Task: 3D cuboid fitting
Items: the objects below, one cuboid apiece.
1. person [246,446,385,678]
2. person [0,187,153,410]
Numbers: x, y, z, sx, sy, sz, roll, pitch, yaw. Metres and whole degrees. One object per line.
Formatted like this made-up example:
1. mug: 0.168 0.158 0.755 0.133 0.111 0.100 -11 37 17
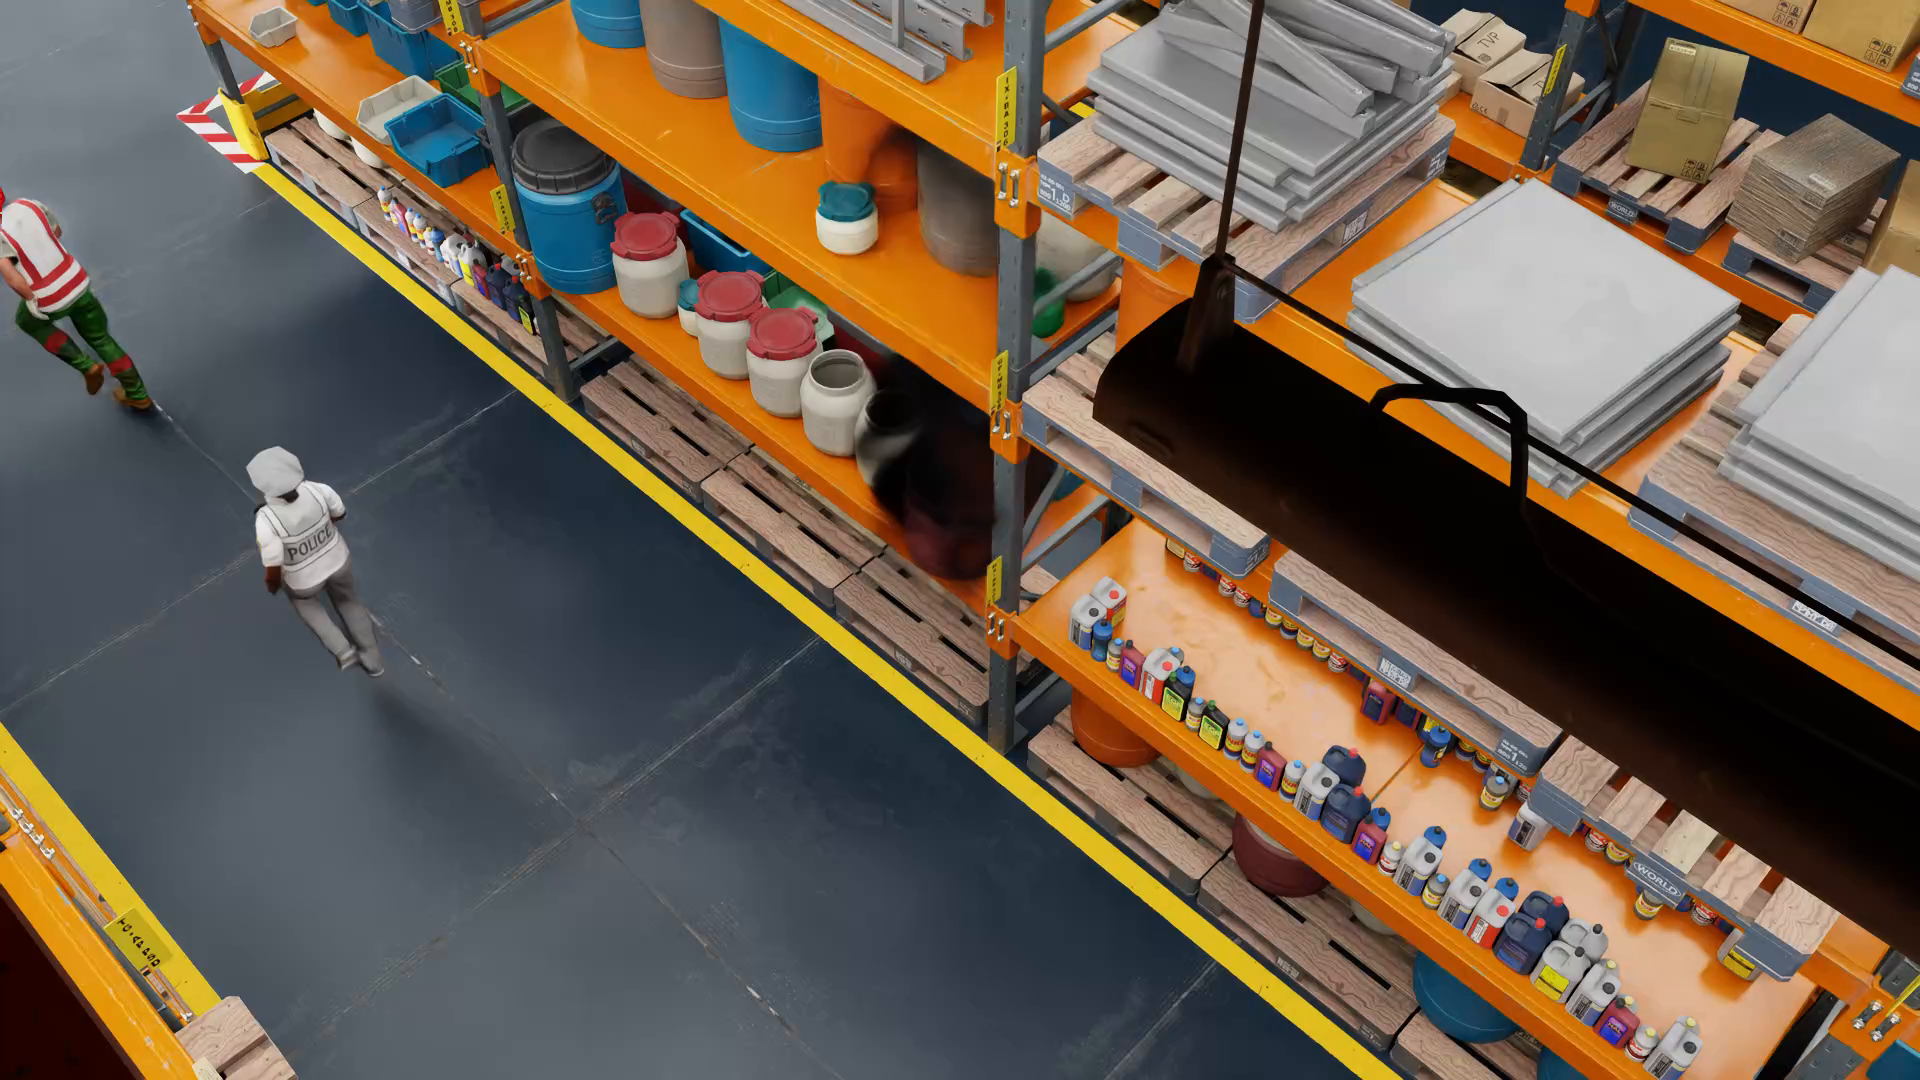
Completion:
1. person: -3.479 0.109 8.840 0.555 1.684 0.562 36 59 26
2. person: -5.775 -1.564 10.552 0.862 1.699 0.632 21 53 17
